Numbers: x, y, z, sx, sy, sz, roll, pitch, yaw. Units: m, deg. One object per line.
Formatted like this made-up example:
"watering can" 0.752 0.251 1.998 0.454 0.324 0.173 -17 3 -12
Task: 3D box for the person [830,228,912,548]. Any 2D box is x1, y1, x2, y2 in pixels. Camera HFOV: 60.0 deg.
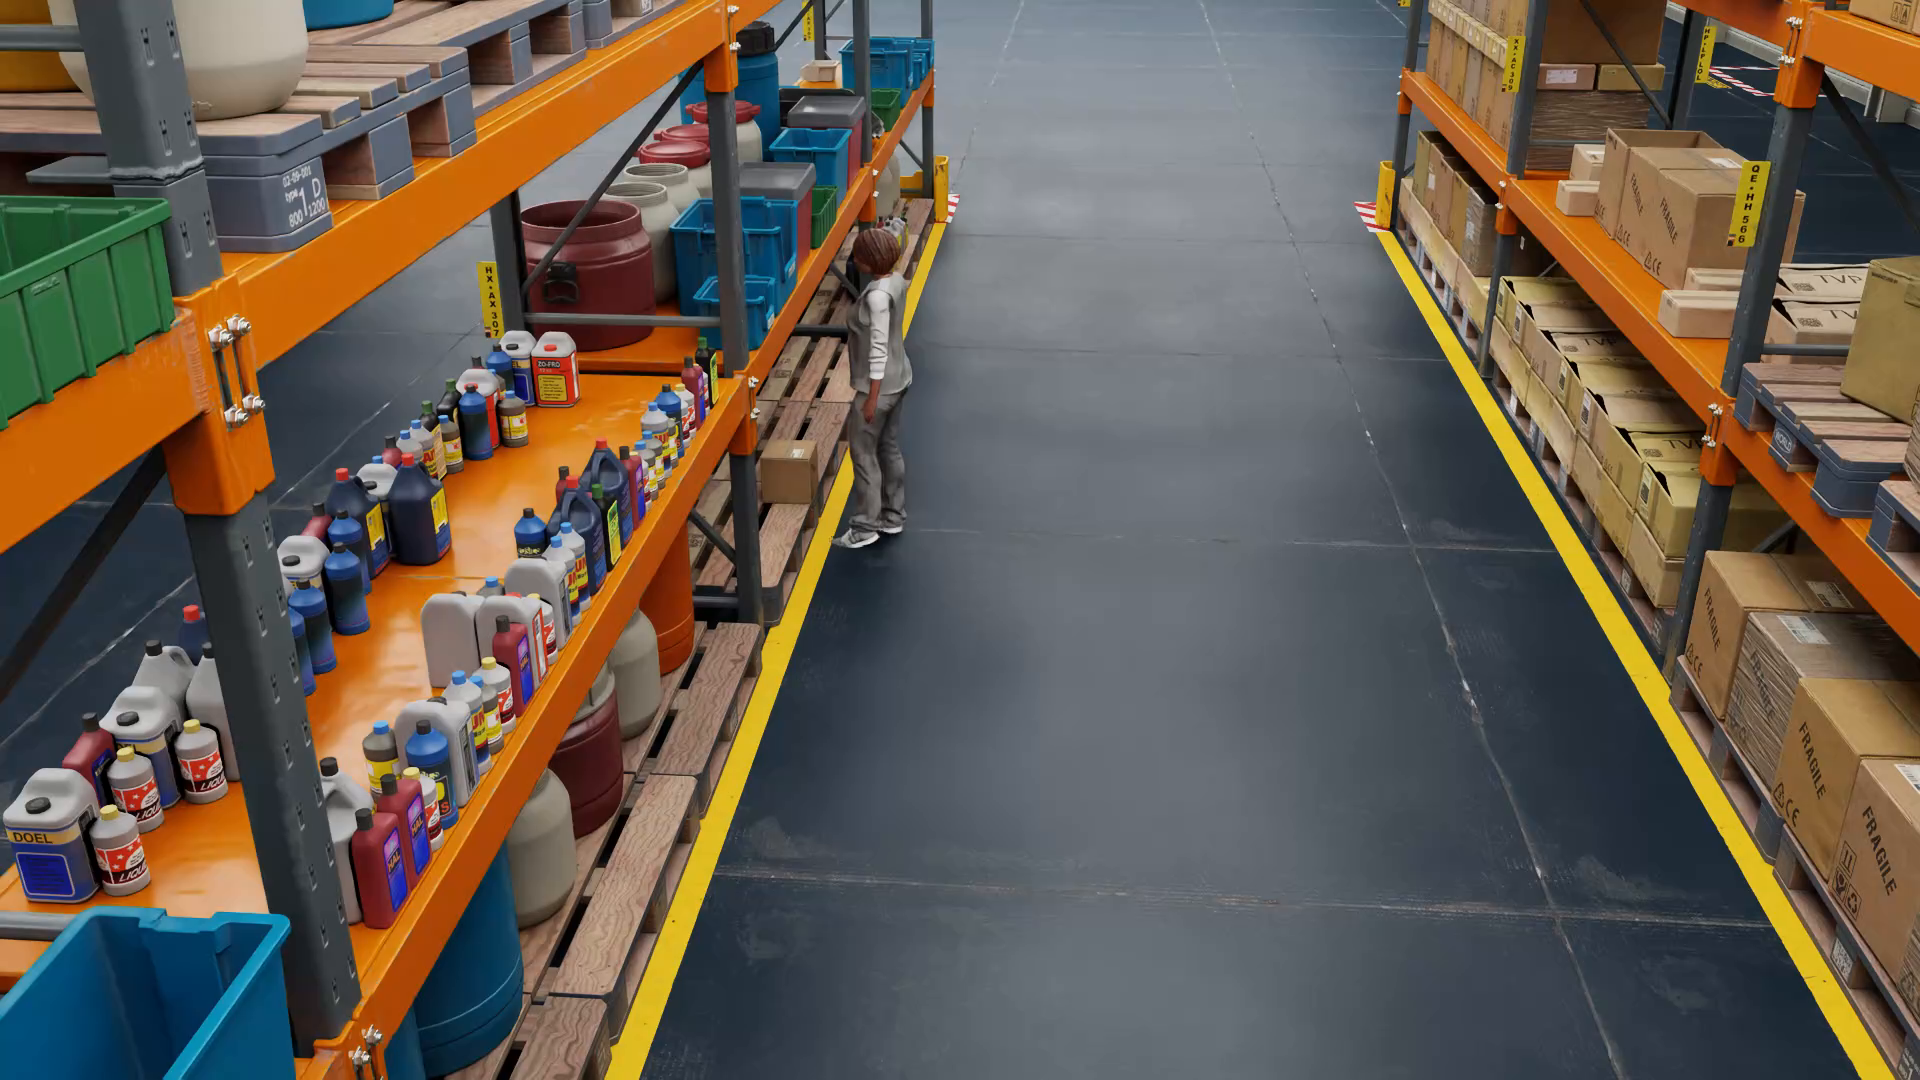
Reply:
"person" -0.436 -0.748 8.263 0.394 1.641 0.456 6 26 13
